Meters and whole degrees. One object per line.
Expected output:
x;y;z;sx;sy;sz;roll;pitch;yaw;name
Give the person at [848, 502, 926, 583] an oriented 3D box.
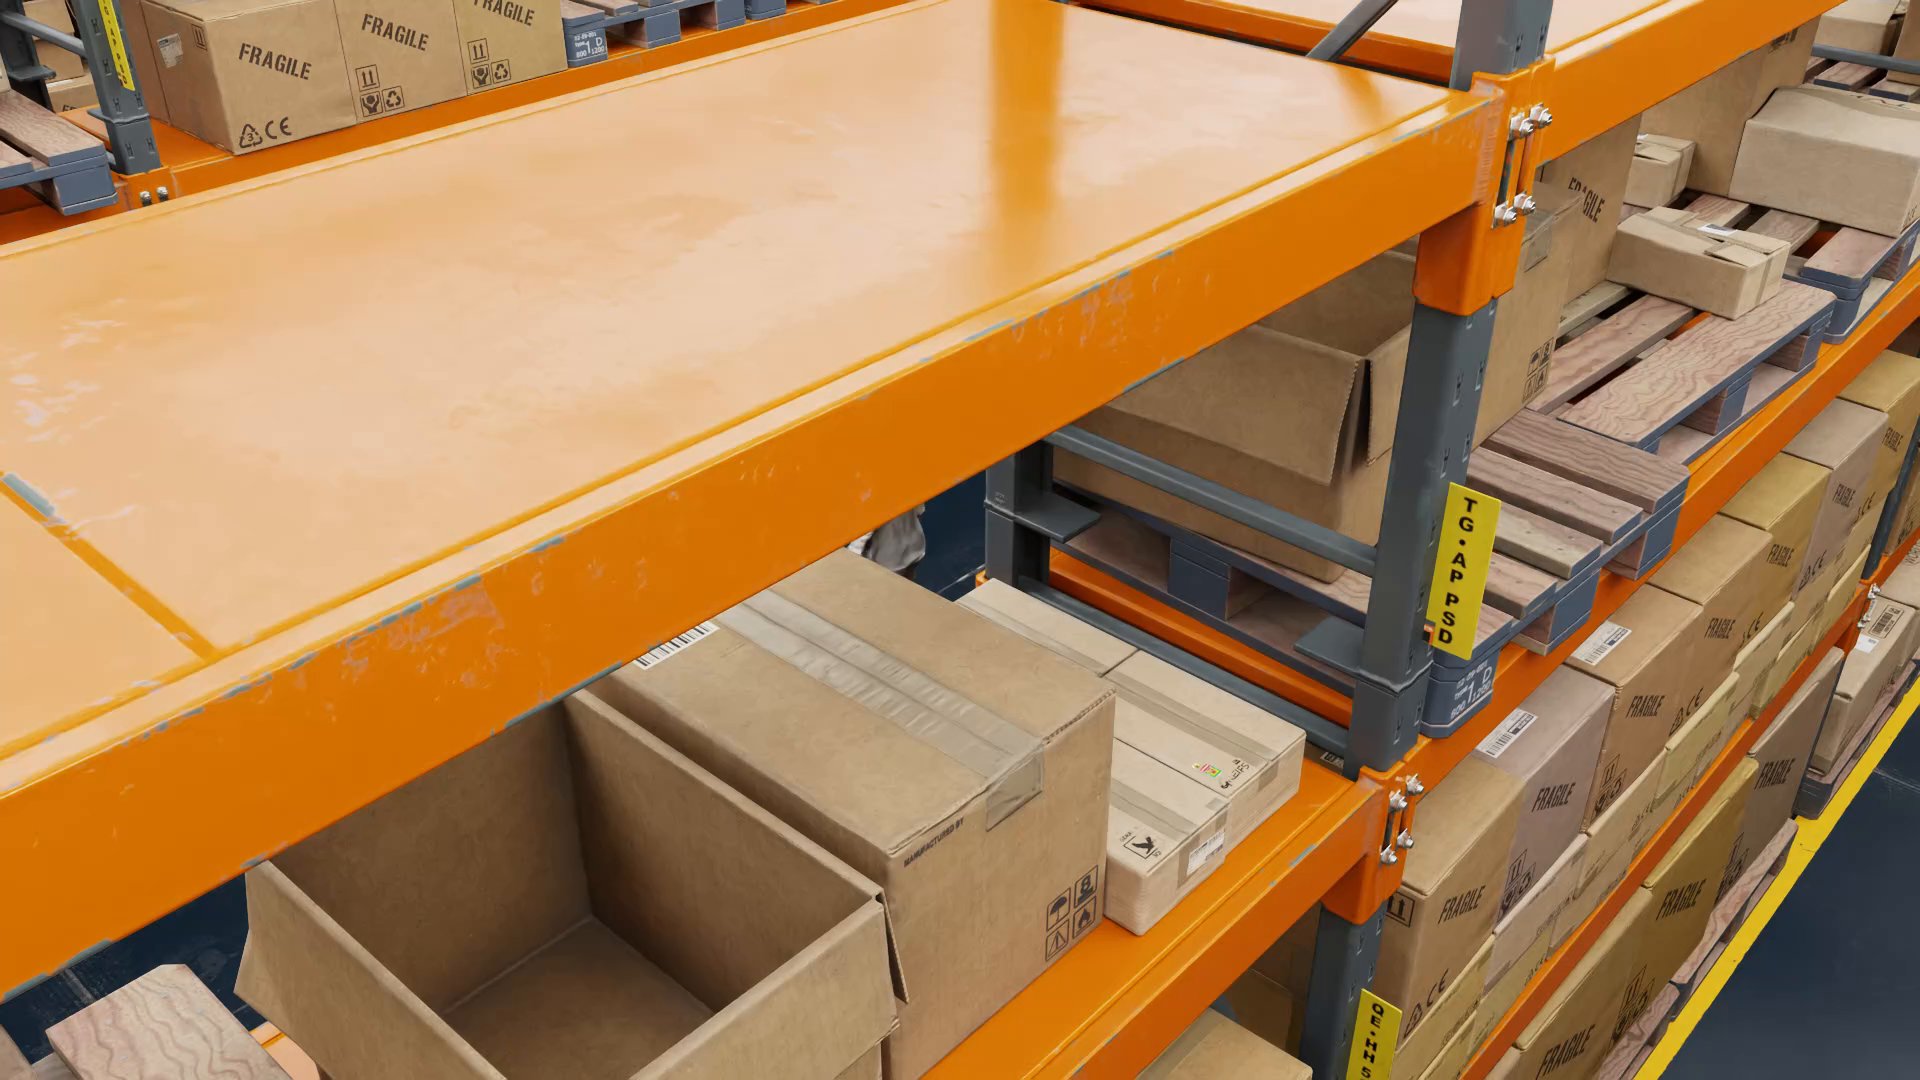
-0.334;0.075;7.496;0.328;1.612;0.454;18;36;27;person
